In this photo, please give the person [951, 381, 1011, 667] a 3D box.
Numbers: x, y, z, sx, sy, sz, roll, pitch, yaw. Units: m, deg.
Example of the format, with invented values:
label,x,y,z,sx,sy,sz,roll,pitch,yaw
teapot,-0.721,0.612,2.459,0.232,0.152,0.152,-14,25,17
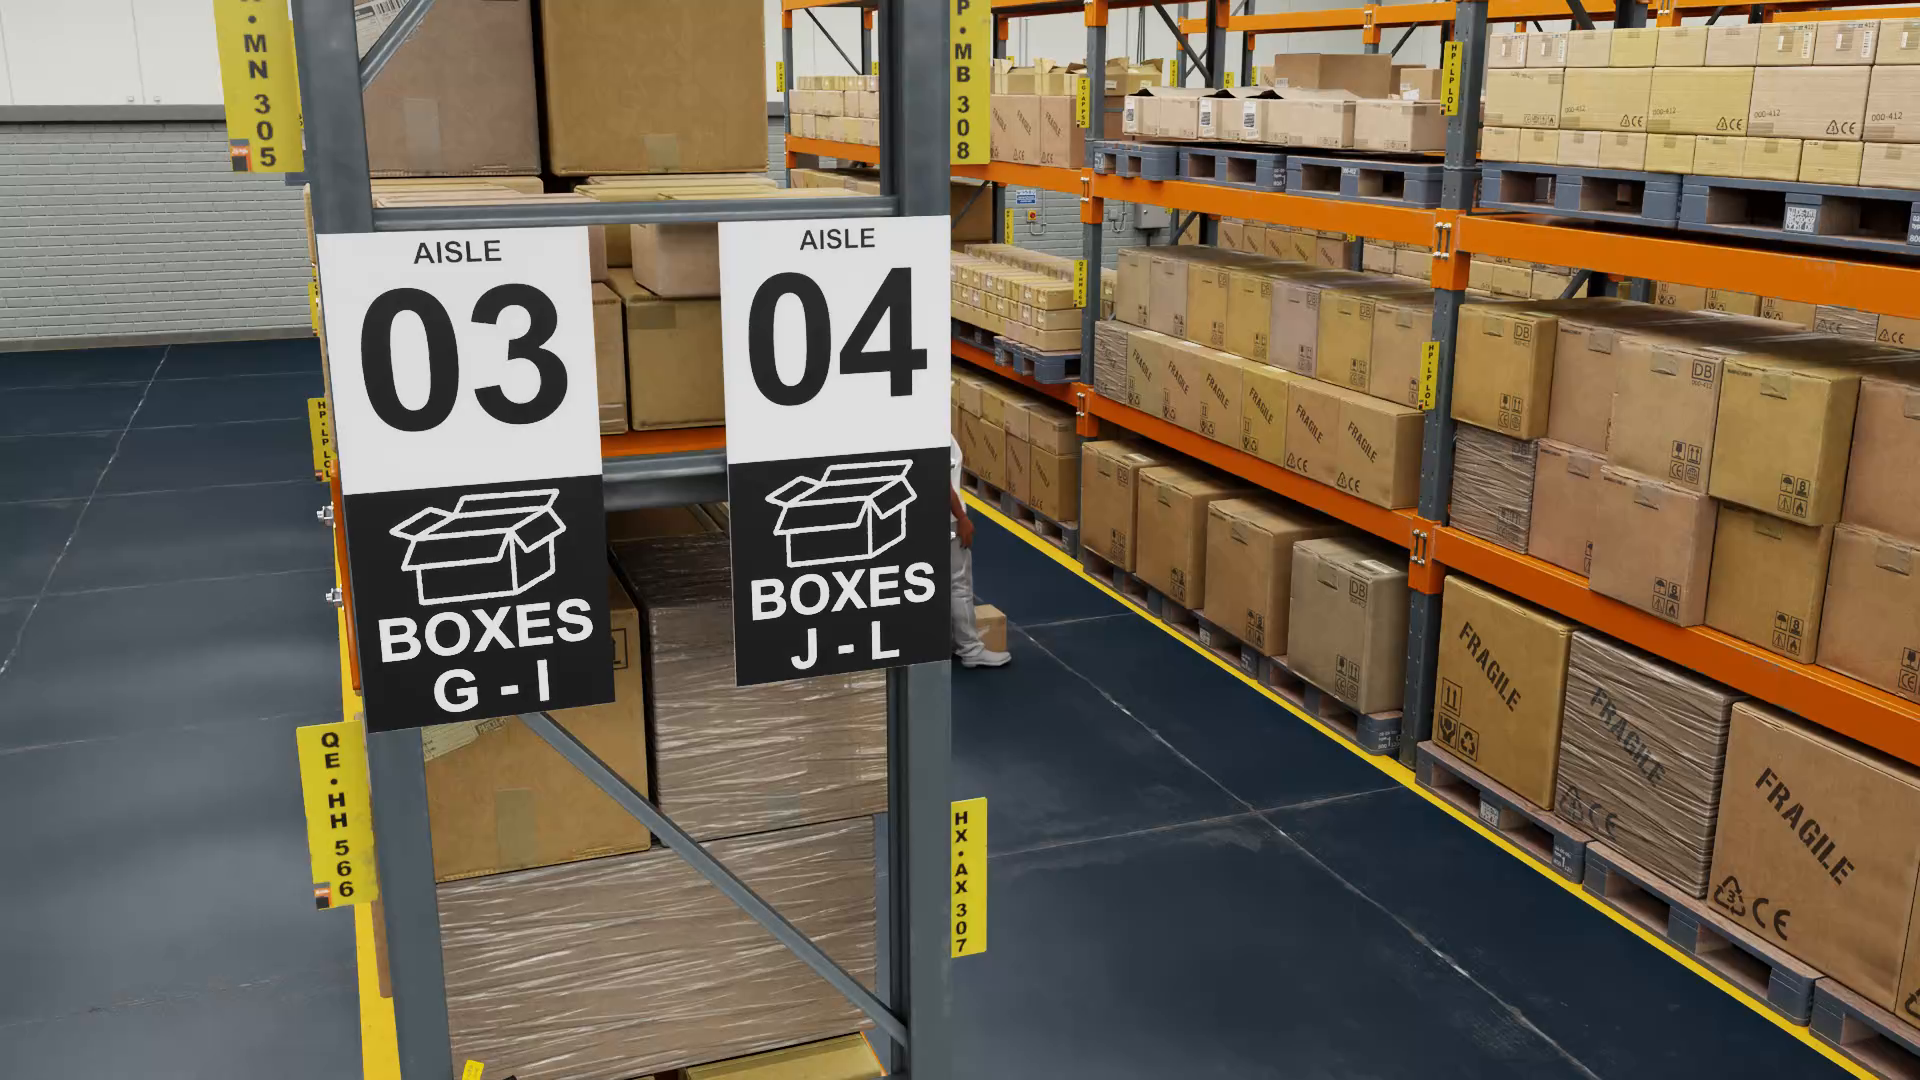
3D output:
label,x,y,z,sx,sy,sz,roll,pitch,yaw
person,-0.054,-0.147,9.978,0.576,1.766,0.651,-6,17,-20
